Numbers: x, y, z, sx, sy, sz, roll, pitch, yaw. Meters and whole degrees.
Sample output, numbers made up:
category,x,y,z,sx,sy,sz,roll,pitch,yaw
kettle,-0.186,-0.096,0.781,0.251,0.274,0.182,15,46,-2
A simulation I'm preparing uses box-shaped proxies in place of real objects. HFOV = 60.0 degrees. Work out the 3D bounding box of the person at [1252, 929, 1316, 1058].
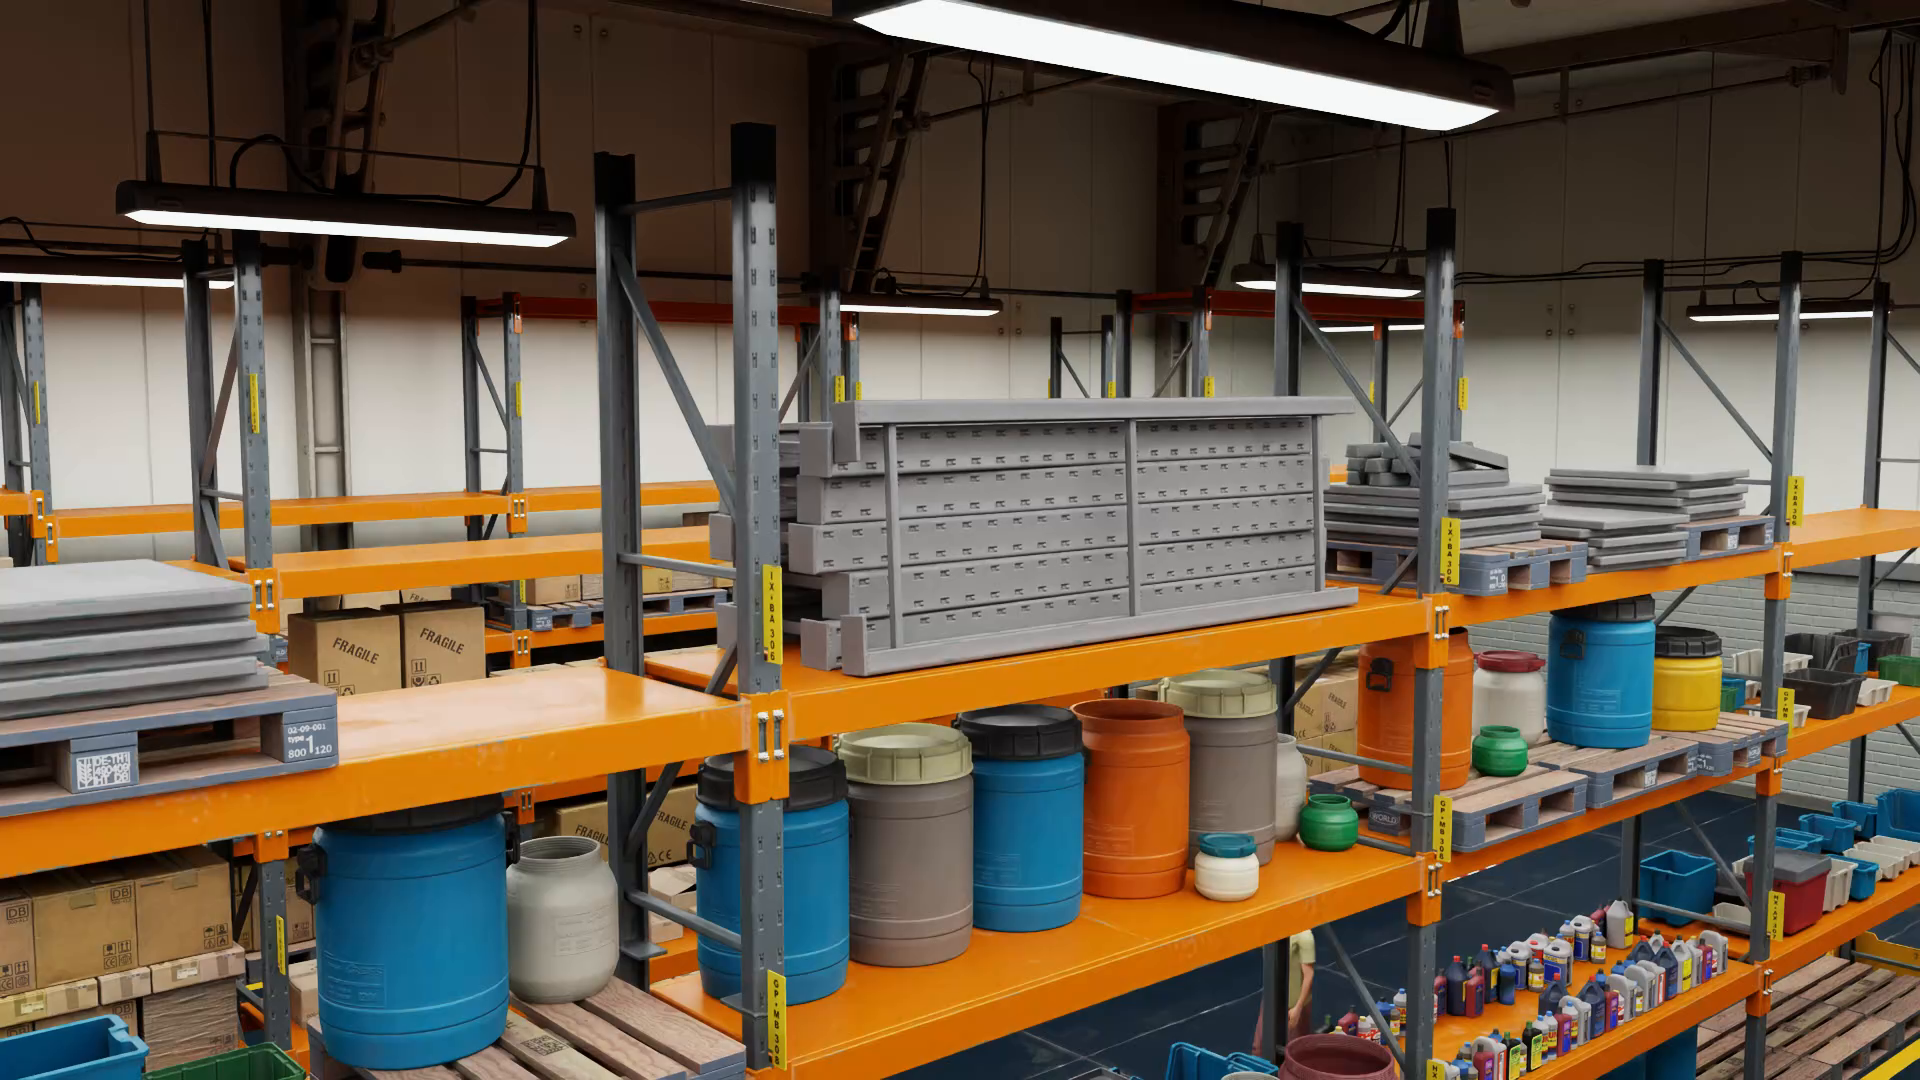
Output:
category,x,y,z,sx,sy,sz,roll,pitch,yaw
person,2.256,3.246,11.611,0.619,1.699,0.504,-3,6,-29
